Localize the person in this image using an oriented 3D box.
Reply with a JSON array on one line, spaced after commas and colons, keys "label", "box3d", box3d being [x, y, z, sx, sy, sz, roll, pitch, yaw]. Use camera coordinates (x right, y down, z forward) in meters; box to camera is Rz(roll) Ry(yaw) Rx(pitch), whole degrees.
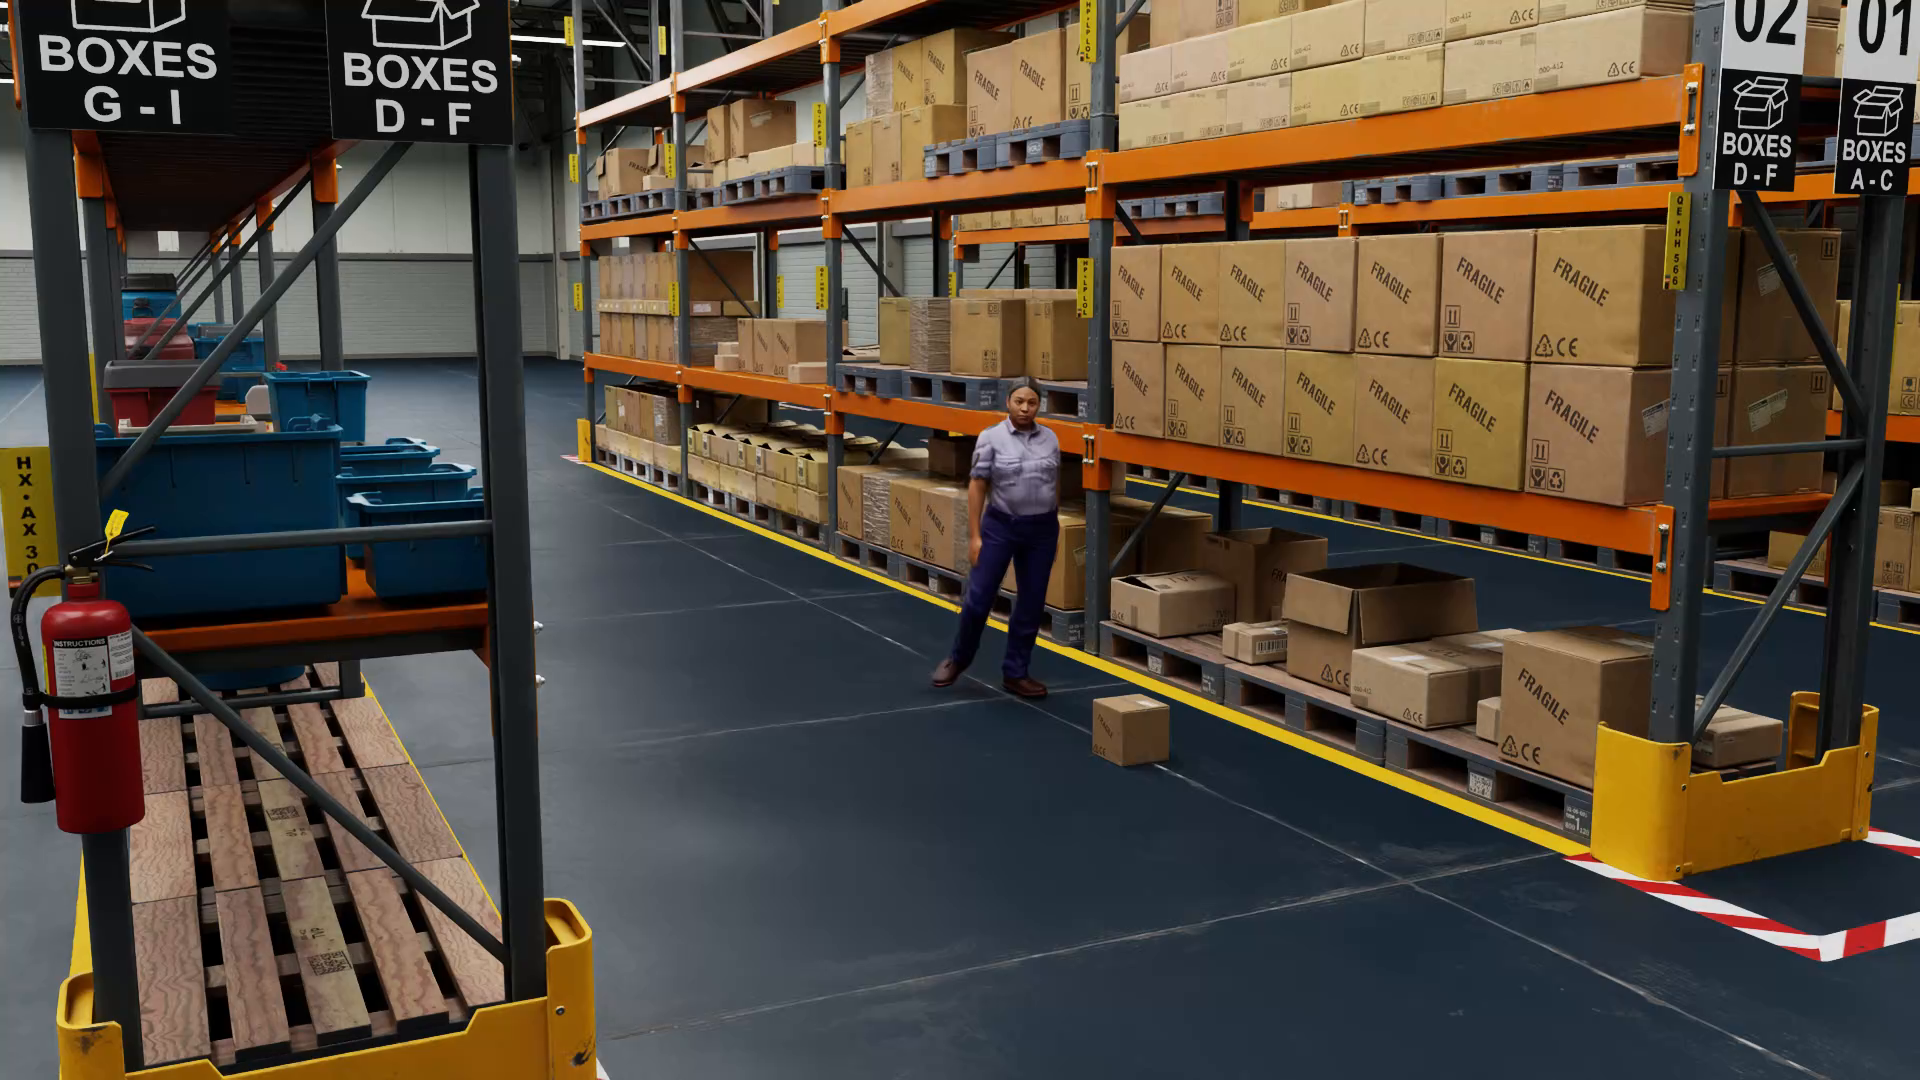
[{"label": "person", "box3d": [0.196, -0.012, 8.432, 0.650, 1.636, 0.504, -3, 9, -18]}]
